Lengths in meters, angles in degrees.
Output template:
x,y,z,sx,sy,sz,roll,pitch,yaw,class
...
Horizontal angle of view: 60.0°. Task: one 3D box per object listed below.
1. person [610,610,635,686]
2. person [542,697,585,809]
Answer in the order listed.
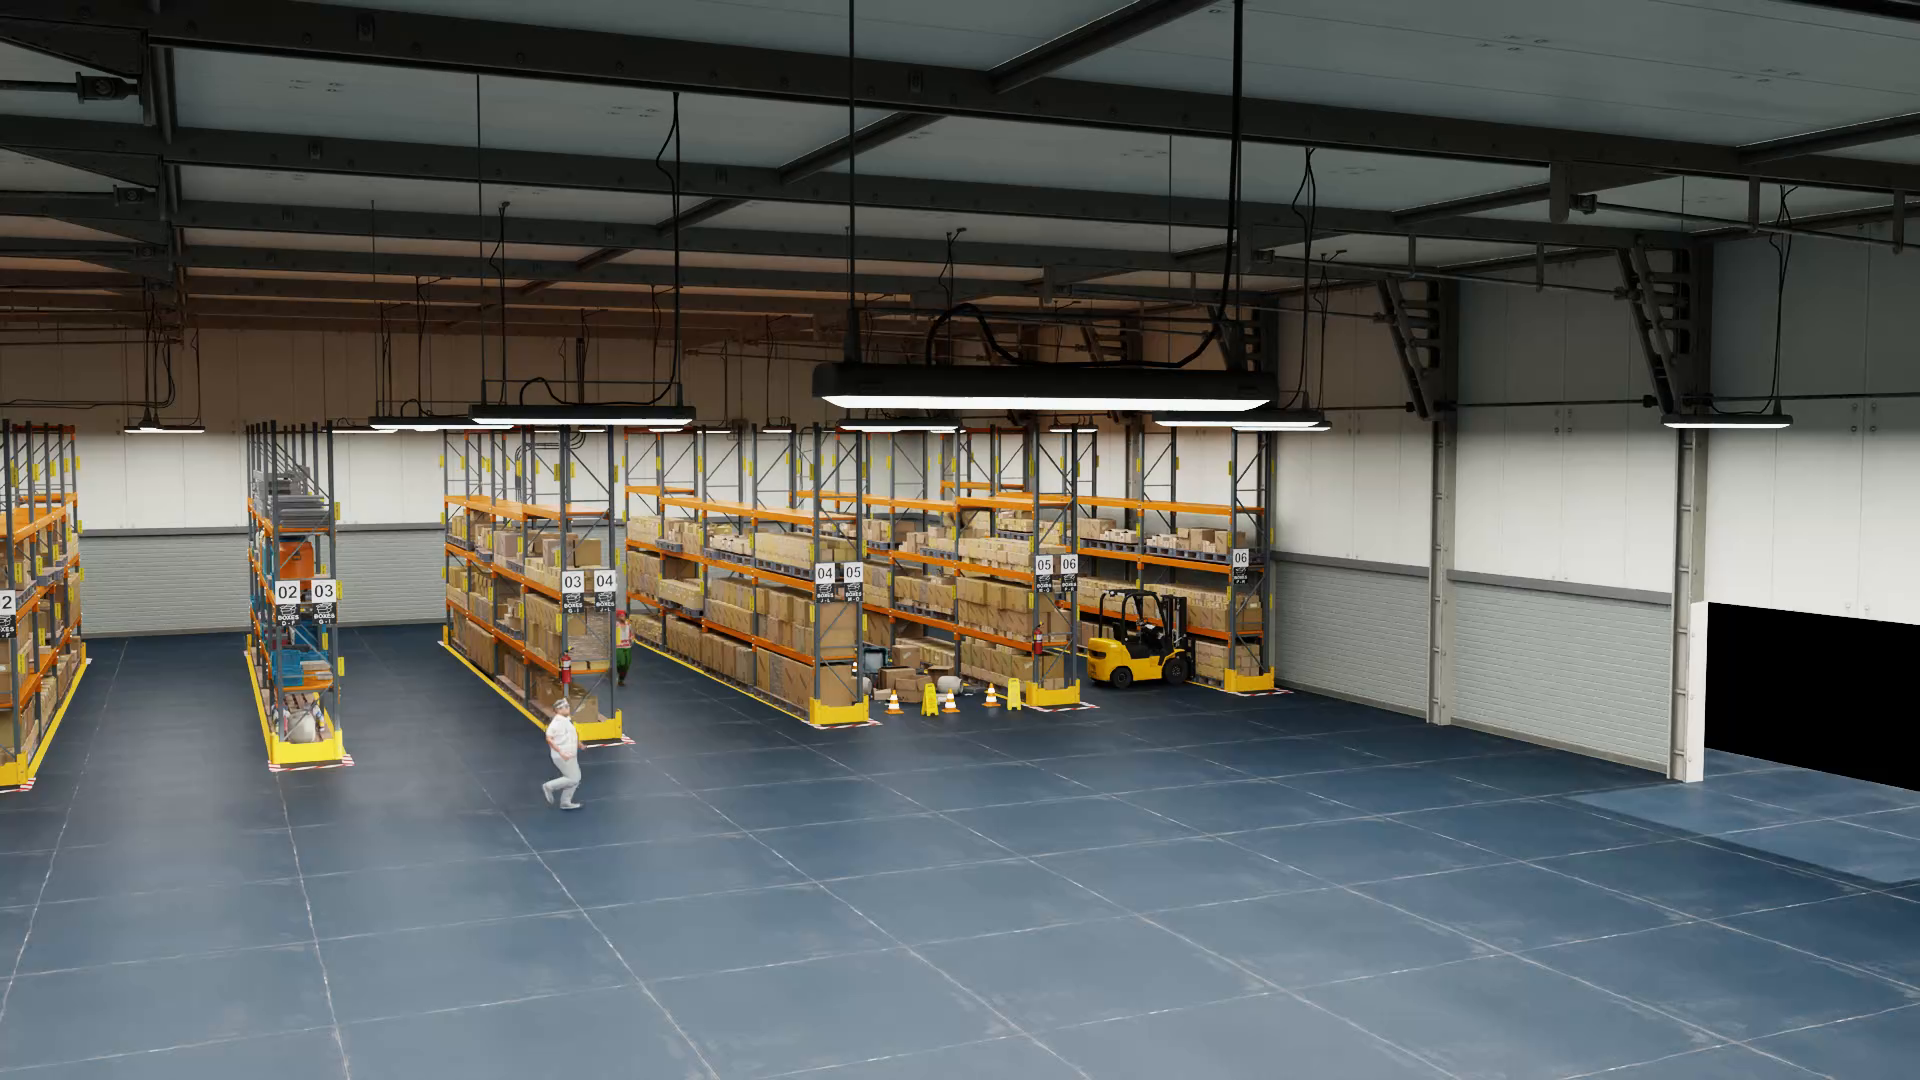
x,y,z,sx,sy,sz,roll,pitch,yaw,class
-7.685,2.474,37.949,0.650,1.740,0.577,-3,4,-37,person
-6.071,3.271,25.477,0.591,1.725,0.678,0,4,3,person
